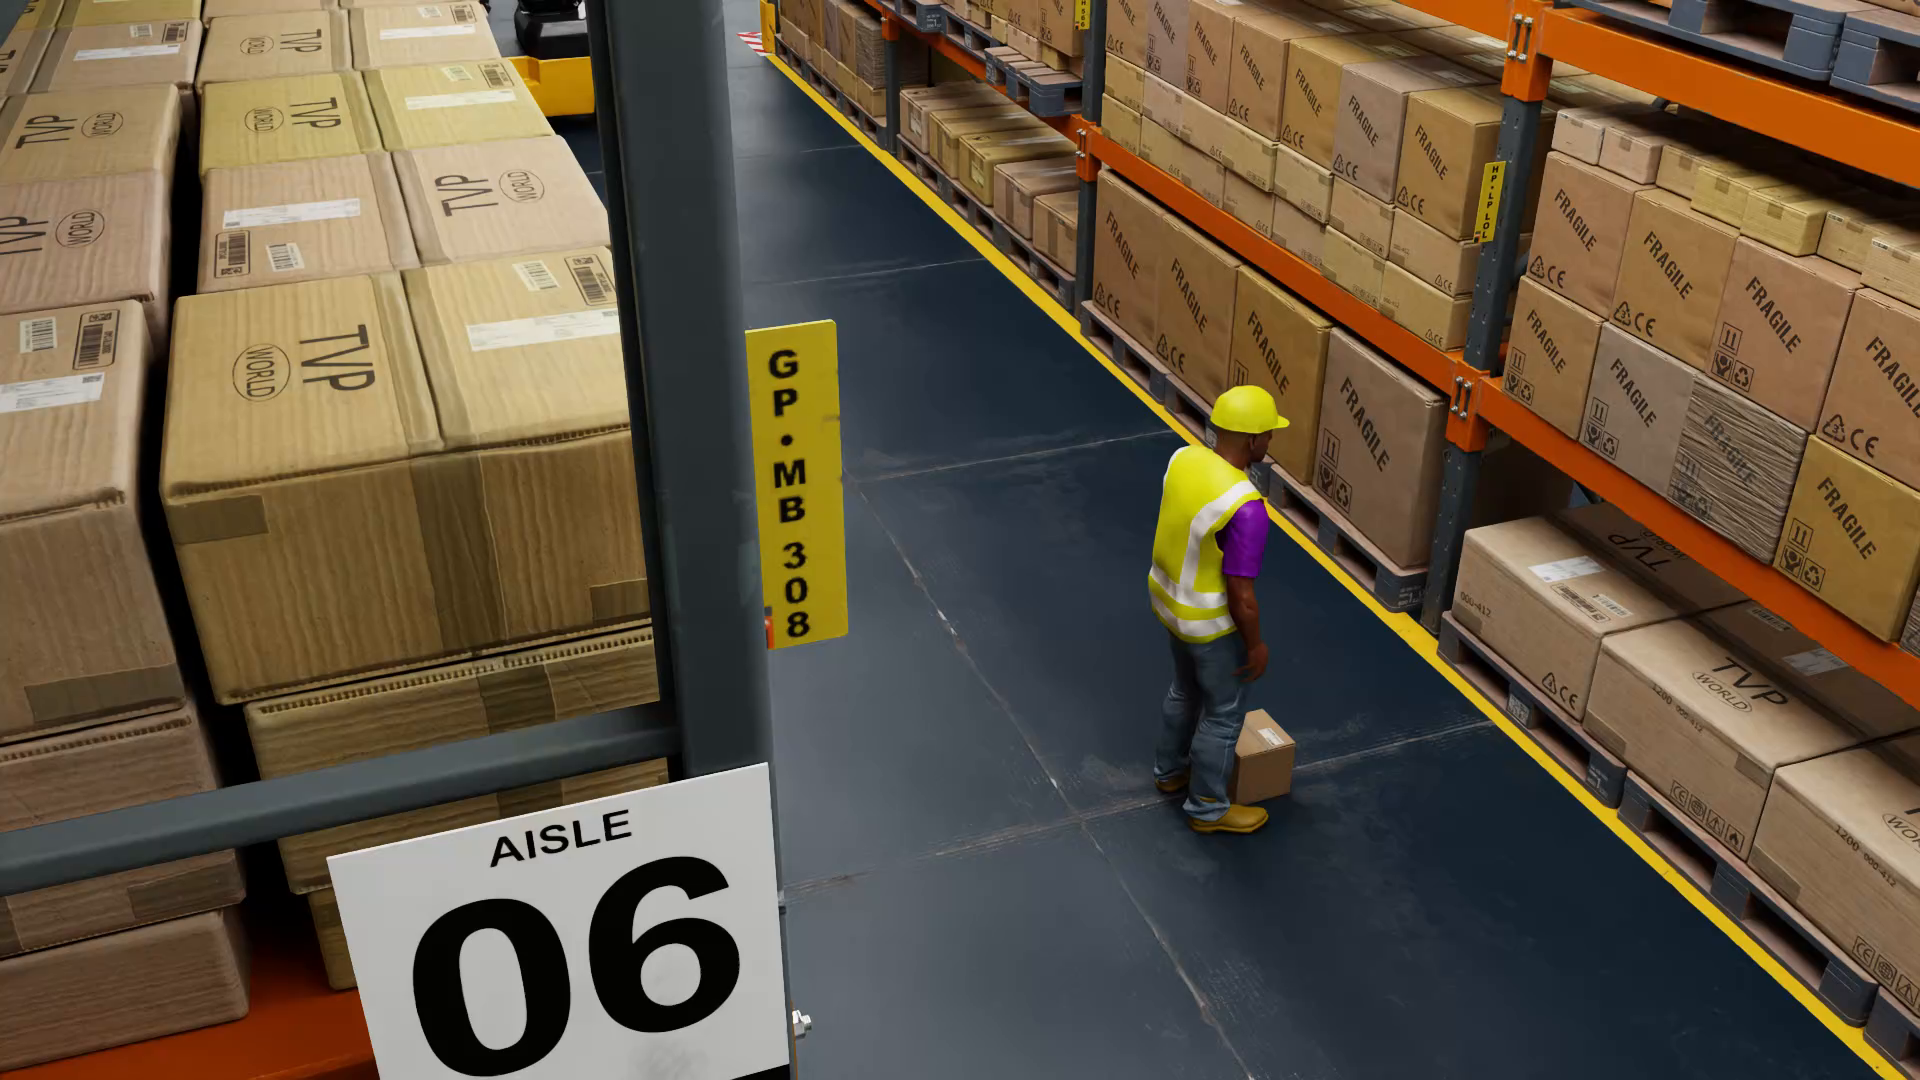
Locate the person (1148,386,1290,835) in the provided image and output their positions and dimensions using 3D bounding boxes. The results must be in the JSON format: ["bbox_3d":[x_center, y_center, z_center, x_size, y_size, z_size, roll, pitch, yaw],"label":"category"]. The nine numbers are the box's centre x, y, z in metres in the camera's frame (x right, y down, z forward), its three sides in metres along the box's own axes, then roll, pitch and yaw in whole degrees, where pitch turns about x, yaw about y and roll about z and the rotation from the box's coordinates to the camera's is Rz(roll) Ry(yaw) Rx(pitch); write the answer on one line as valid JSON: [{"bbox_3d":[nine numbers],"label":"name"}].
[{"bbox_3d":[0.945,0.255,6.162,0.459,1.761,0.626,-10,31,-18],"label":"person"}]
